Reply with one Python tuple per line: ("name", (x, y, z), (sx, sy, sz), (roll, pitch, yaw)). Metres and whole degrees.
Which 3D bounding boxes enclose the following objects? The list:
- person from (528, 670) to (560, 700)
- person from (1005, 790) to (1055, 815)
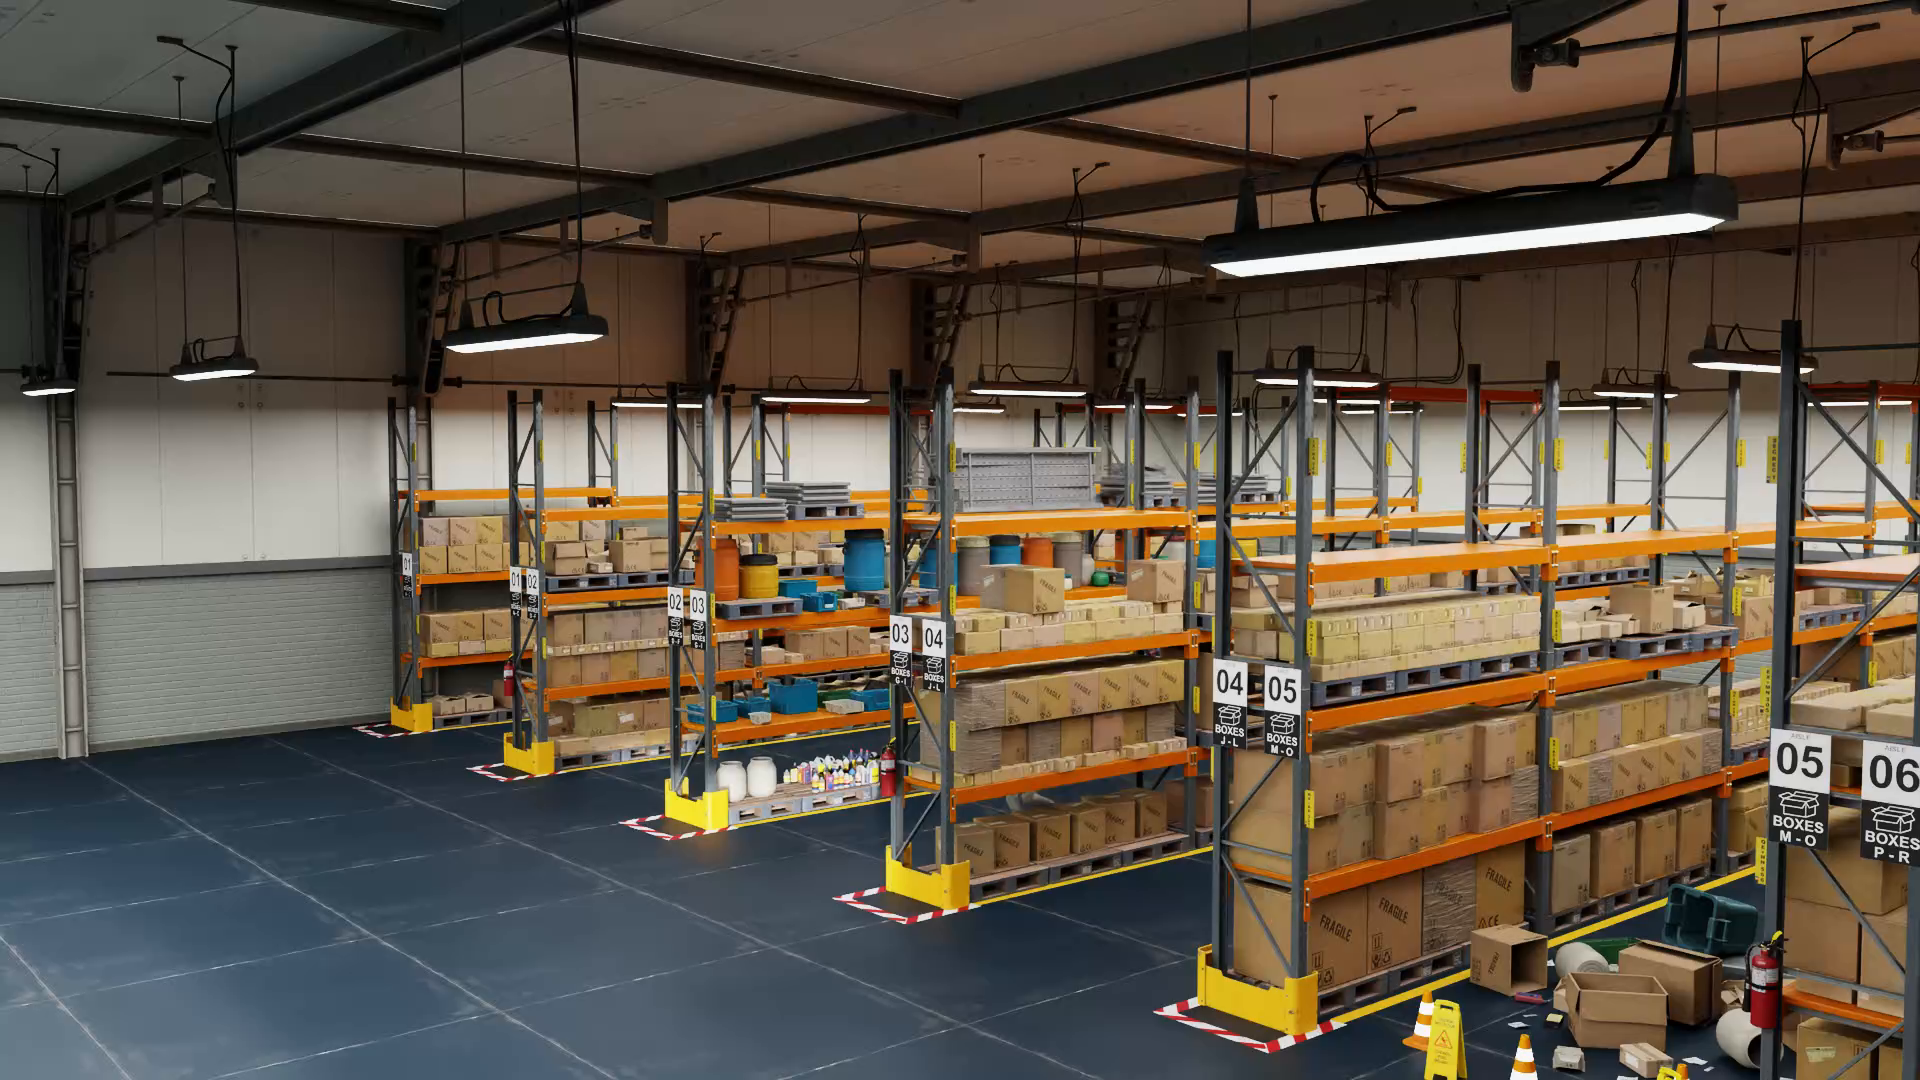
("person", (-6.983, 2.628, 28.305), (0.790, 1.861, 0.710), (-3, 5, -44))
("person", (0.895, 2.998, 22.160), (0.751, 1.738, 0.670), (-3, 4, -40))
